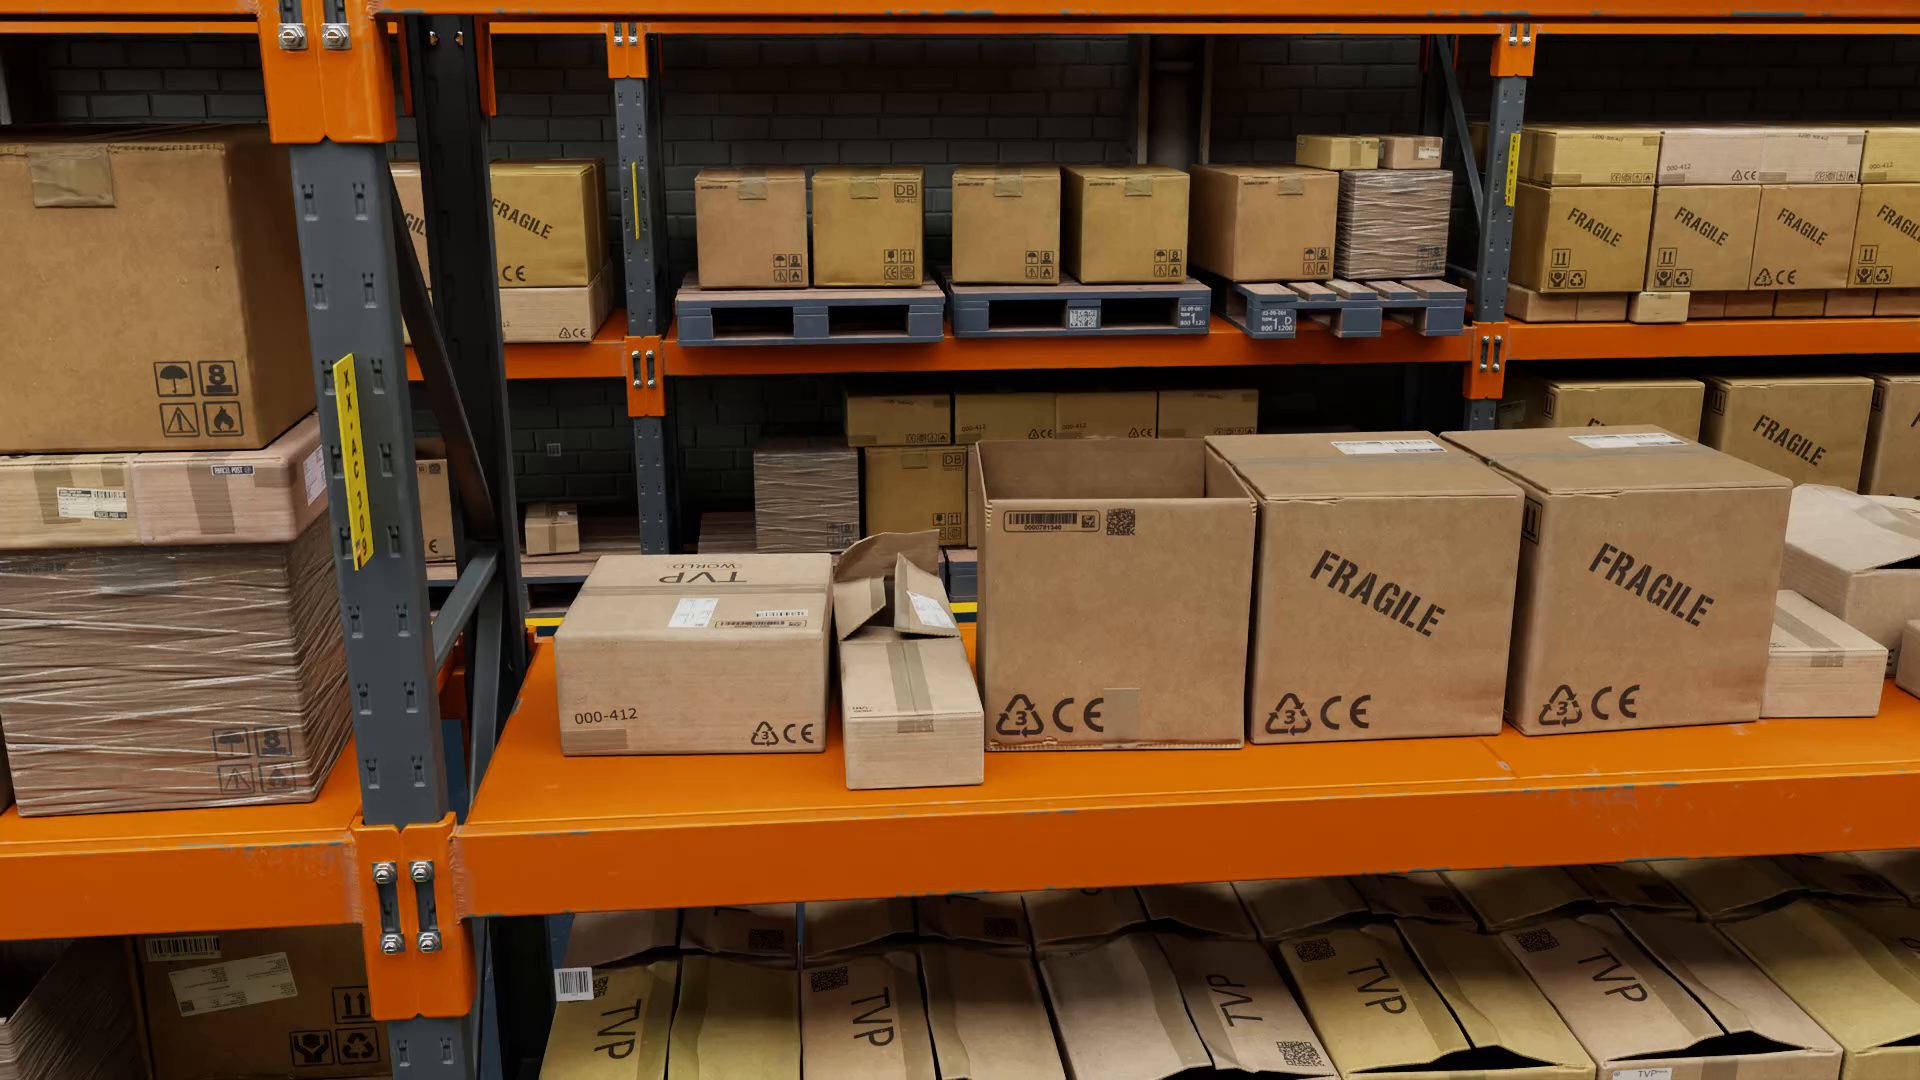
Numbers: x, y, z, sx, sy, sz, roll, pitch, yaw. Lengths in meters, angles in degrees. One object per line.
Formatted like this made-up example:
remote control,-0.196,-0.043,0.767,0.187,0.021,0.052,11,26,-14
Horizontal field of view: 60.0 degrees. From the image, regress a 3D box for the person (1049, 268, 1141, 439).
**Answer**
person,0.606,-0.199,6.670,0.567,1.772,0.490,-2,17,-6
